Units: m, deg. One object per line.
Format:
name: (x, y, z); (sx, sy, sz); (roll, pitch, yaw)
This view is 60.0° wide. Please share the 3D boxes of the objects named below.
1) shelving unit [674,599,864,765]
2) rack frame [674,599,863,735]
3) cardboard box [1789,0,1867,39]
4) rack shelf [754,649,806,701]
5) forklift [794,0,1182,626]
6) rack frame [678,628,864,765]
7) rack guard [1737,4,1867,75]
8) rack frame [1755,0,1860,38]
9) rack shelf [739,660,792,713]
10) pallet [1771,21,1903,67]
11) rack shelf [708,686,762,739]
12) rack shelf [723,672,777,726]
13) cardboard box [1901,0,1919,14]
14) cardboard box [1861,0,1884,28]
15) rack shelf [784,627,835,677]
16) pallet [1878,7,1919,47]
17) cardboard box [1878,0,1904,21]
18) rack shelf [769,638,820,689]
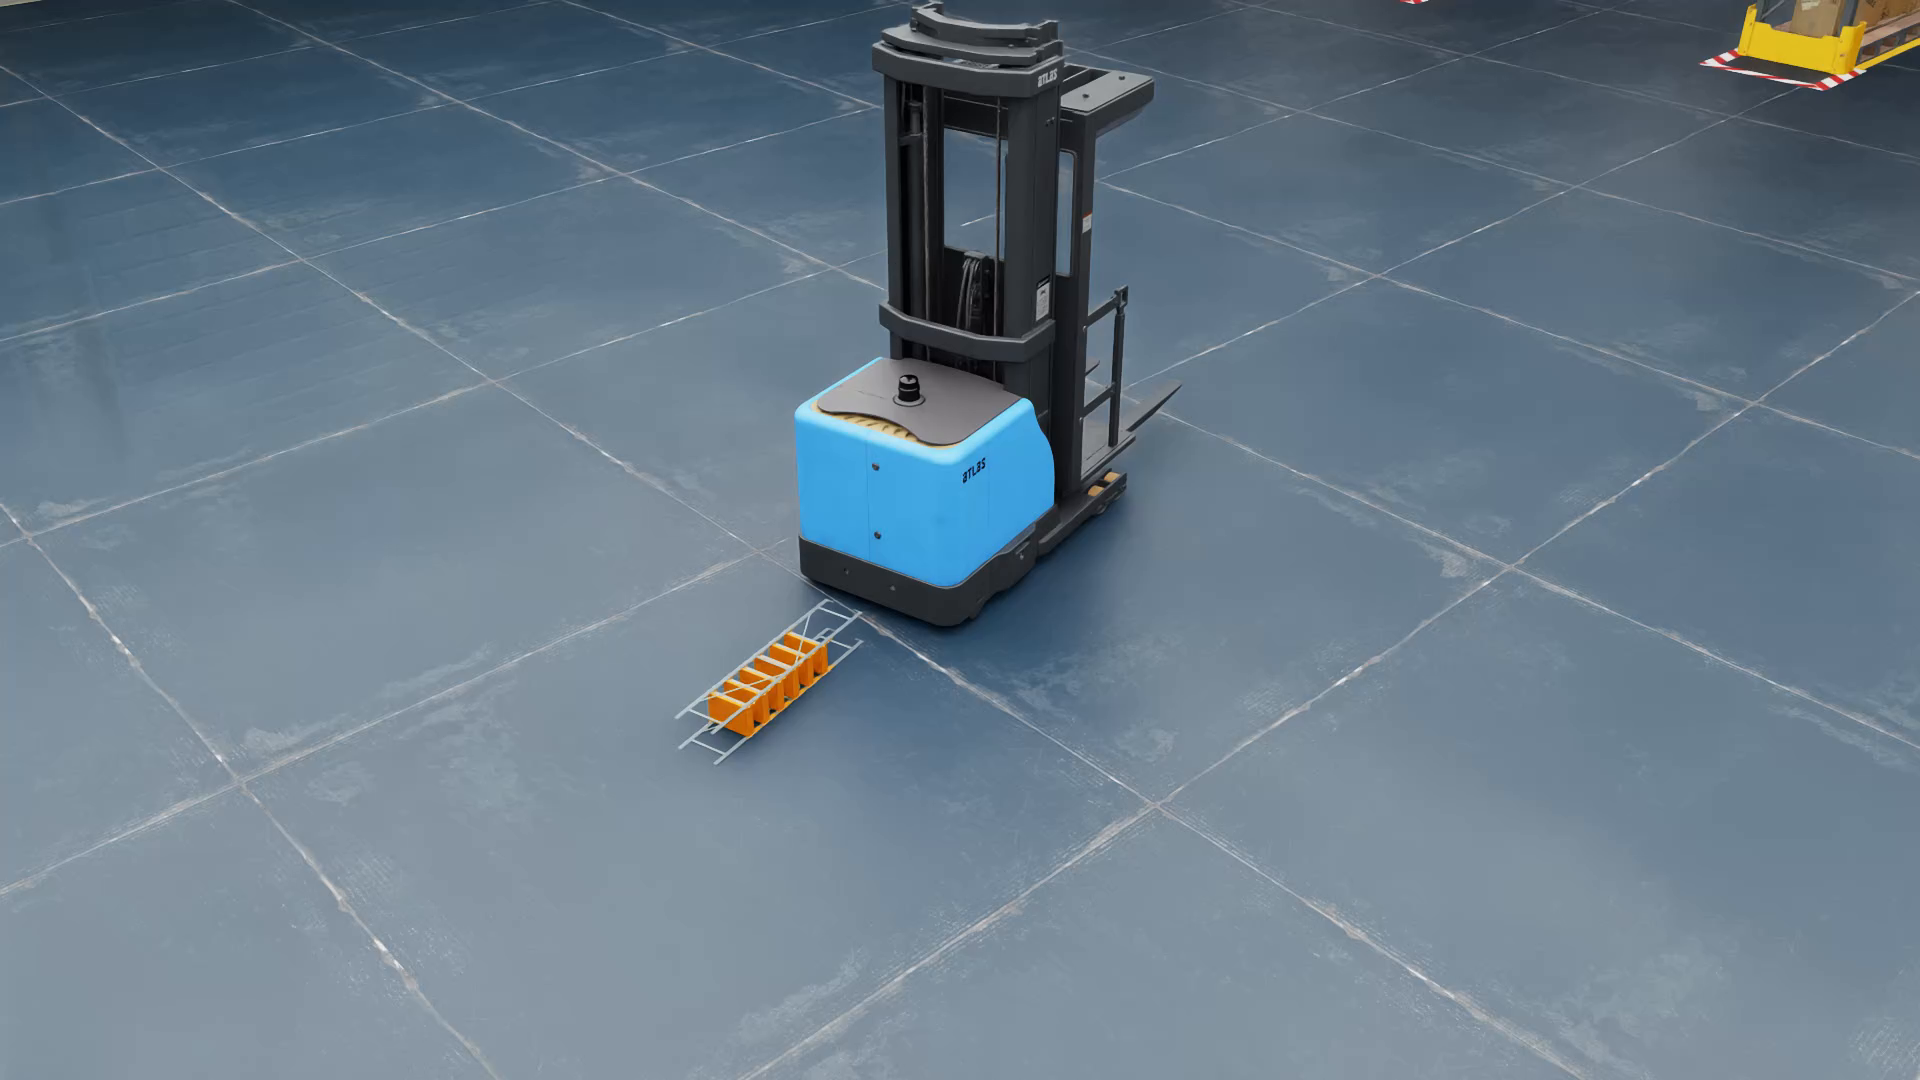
shelving unit: (-0.926, 0.685, 8.278); (0.258, 0.189, 1.200); (18, 36, 27)
rack frame: (-0.926, 0.607, 8.230); (0.240, 0.006, 1.200); (18, 36, 27)
cardboard box: (9.497, -5.789, 18.170); (0.500, 0.500, 0.500); (-18, 36, -27)
rack shelf: (-0.902, 0.666, 8.310); (0.258, 0.180, 0.103); (18, 36, 27)
forklift: (0.344, -1.526, 9.271); (1.130, 2.935, 3.031); (19, 36, 28)
rack frame: (-0.926, 0.763, 8.326); (0.240, 0.006, 1.200); (18, 36, 27)
rack guard: (9.083, -5.422, 17.972); (0.348, 0.500, 1.175); (-26, 40, -35)
rack frame: (9.028, -6.461, 17.276); (0.127, 3.000, 1.000); (-26, 40, -35)
rack shelf: (-0.967, 0.719, 8.224); (0.258, 0.180, 0.103); (18, 36, 27)
pallet: (9.703, -5.573, 18.497); (1.213, 0.211, 1.003); (-26, 40, -35)
rack shelf: (-1.095, 0.824, 8.051); (0.258, 0.180, 0.103); (18, 36, 27)
rack shelf: (-1.031, 0.771, 8.137); (0.258, 0.180, 0.103); (18, 36, 27)
cardboard box: (10.823, -6.410, 19.185); (0.500, 0.500, 0.500); (25, 39, 35)
cardboard box: (9.912, -6.014, 18.538); (0.500, 0.500, 0.500); (-15, 35, -23)
rack shelf: (-0.774, 0.560, 8.483); (0.258, 0.180, 0.103); (18, 36, 27)
pallet: (10.597, -6.004, 19.201); (1.213, 0.211, 1.003); (-26, 40, -35)
cardboard box: (10.384, -6.229, 18.890); (0.500, 0.500, 0.500); (-22, 38, -31)
rack shelf: (-0.838, 0.613, 8.397); (0.258, 0.180, 0.103); (18, 36, 27)
